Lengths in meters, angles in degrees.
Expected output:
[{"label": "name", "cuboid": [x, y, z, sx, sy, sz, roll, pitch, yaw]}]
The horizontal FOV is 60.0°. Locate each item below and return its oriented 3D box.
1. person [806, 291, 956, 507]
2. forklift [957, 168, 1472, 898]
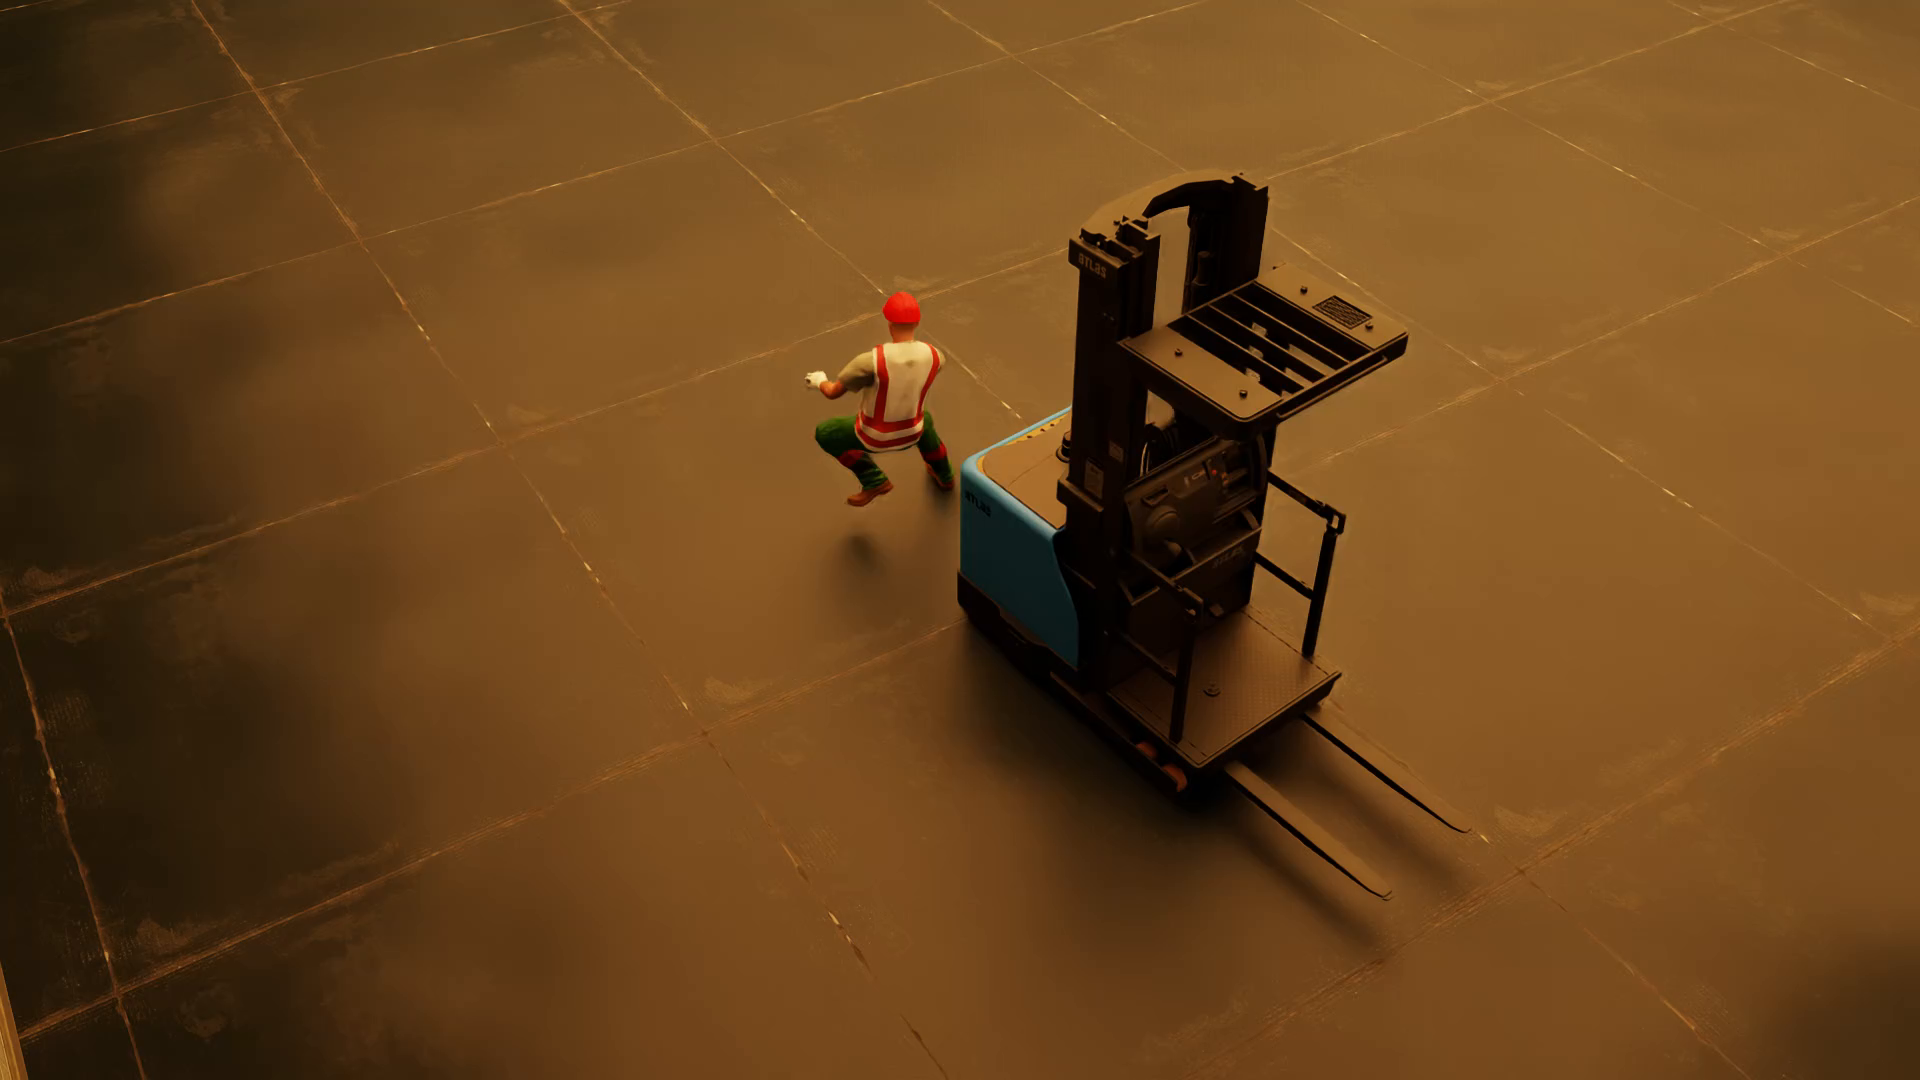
[{"label": "person", "cuboid": [-0.430, -0.827, 9.791, 0.890, 1.580, 0.763, -16, 44, -17]}, {"label": "forklift", "cuboid": [1.302, -0.164, 8.059, 1.130, 2.935, 3.031, -28, 48, -28]}]
